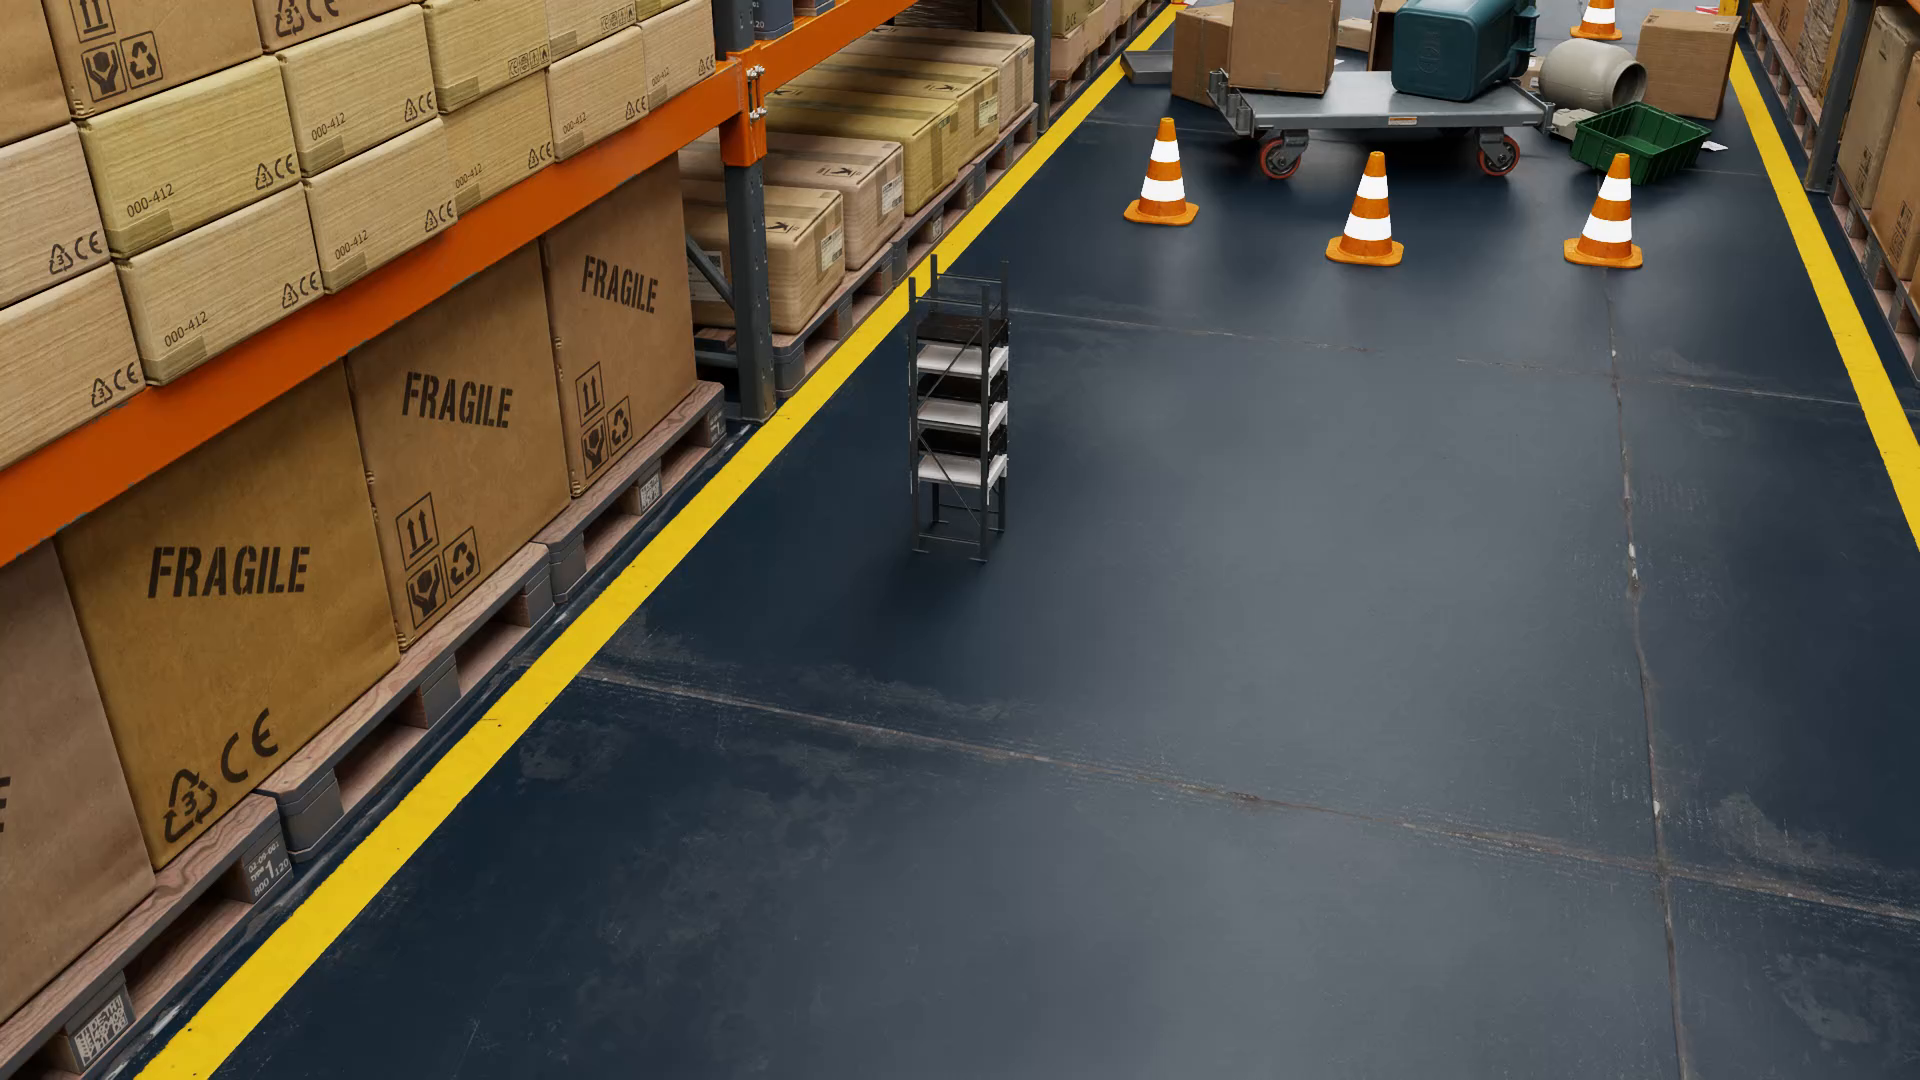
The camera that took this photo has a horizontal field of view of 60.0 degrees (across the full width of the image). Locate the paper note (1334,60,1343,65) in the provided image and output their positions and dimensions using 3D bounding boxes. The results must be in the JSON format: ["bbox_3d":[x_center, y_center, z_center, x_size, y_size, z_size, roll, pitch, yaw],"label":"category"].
[{"bbox_3d":[2.415,-3.140,10.875,0.148,0.019,0.142,20,35,32],"label":"paper note"}]

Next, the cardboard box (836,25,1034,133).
[{"bbox_3d":[-0.144,-2.472,8.878,0.950,0.372,0.625,9,30,16],"label":"cardboard box"}]

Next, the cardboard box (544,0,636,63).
[{"bbox_3d":[-1.212,-1.474,4.455,0.500,0.250,0.500,8,30,14],"label":"cardboard box"}]

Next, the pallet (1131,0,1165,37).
[{"bbox_3d":[0.887,-3.913,12.067,1.003,0.211,1.213,8,30,15],"label":"pallet"}]

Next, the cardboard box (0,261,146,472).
[{"bbox_3d":[-1.808,-0.305,2.866,0.500,0.250,0.500,8,30,14],"label":"cardboard box"}]

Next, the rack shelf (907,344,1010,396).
[{"bbox_3d":[-0.002,-0.518,4.953,0.258,0.077,0.200,8,30,15],"label":"rack shelf"}]

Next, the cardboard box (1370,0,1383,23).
[{"bbox_3d":[3.087,-3.271,10.612,0.797,0.503,0.637,-12,31,-20],"label":"cardboard box"}]

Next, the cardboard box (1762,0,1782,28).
[{"bbox_3d":[5.808,-3.810,10.768,0.875,0.875,0.875,9,30,15],"label":"cardboard box"}]

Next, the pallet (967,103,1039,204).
[{"bbox_3d":[-0.219,-2.100,8.808,1.003,0.211,1.213,8,30,15],"label":"pallet"}]

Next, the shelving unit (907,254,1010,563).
[{"bbox_3d":[-0.002,-0.389,5.024,0.258,0.900,0.210,8,30,15],"label":"shelving unit"}]

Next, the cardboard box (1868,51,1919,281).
[{"bbox_3d":[4.387,-1.472,6.693,1.050,0.750,0.750,8,30,15],"label":"cardboard box"}]

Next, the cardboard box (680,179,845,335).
[{"bbox_3d":[-0.991,-1.118,6.445,0.950,0.372,0.625,6,30,11],"label":"cardboard box"}]

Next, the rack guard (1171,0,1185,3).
[{"bbox_3d":[1.160,-4.412,12.666,1.175,0.500,0.348,8,30,15],"label":"rack guard"}]

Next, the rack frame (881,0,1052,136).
[{"bbox_3d":[0.008,-3.680,8.780,1.000,3.000,0.127,8,30,15],"label":"rack frame"}]

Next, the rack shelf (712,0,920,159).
[{"bbox_3d":[-0.579,-2.437,7.285,1.077,0.370,4.000,8,30,15],"label":"rack shelf"}]

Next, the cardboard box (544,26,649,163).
[{"bbox_3d":[-1.201,-1.244,4.555,0.500,0.250,0.500,9,30,16],"label":"cardboard box"}]

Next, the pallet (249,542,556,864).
[{"bbox_3d":[-1.830,0.318,4.462,1.003,0.211,1.213,8,30,15],"label":"pallet"}]

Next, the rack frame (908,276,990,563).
[{"bbox_3d":[-0.032,-0.342,4.940,0.240,0.900,0.006,8,30,15],"label":"rack frame"}]

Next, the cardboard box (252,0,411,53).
[{"bbox_3d":[-1.518,-1.321,3.408,0.500,0.500,0.500,8,30,14],"label":"cardboard box"}]

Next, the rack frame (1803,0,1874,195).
[{"bbox_3d":[4.770,-3.021,7.595,1.000,3.000,0.127,8,30,15],"label":"rack frame"}]

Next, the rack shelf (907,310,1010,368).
[{"bbox_3d":[-0.002,-0.596,4.909,0.258,0.077,0.200,8,30,15],"label":"rack shelf"}]

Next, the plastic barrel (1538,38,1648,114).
[{"bbox_3d":[3.636,-2.641,9.563,0.421,0.421,0.512,-17,34,-28],"label":"plastic barrel"}]

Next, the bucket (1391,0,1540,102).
[{"bbox_3d":[2.606,-2.647,8.726,0.726,0.611,0.620,20,45,32],"label":"bucket"}]

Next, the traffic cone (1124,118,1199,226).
[{"bbox_3d":[0.982,-1.796,8.002,0.336,0.463,0.334,8,30,15],"label":"traffic cone"}]

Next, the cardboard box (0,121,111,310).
[{"bbox_3d":[-1.815,-0.526,2.750,0.500,0.250,0.500,9,30,16],"label":"cardboard box"}]

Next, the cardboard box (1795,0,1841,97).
[{"bbox_3d":[5.282,-2.978,9.271,0.875,0.875,0.875,9,30,15],"label":"cardboard box"}]

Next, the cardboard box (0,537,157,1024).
[{"bbox_3d":[-2.235,0.483,3.050,0.875,0.875,0.875,9,30,16],"label":"cardboard box"}]

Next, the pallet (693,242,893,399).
[{"bbox_3d":[-0.935,-0.966,6.769,1.003,0.211,1.213,8,30,15],"label":"pallet"}]

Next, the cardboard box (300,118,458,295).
[{"bbox_3d":[-1.487,-0.772,3.706,0.500,0.250,0.500,8,30,14],"label":"cardboard box"}]

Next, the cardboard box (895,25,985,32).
[{"bbox_3d":[-0.076,-2.975,9.910,0.500,0.250,0.500,10,31,17],"label":"cardboard box"}]

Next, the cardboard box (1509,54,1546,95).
[{"bbox_3d":[3.513,-2.888,10.168,0.396,0.266,0.258,14,32,23],"label":"cardboard box"}]

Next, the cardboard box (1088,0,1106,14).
[{"bbox_3d":[0.585,-3.476,10.038,0.500,0.500,0.500,10,31,17],"label":"cardboard box"}]

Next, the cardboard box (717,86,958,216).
[{"bbox_3d":[-0.554,-1.814,7.696,0.950,0.372,0.625,10,30,17],"label":"cardboard box"}]

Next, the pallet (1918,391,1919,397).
[{"bbox_3d":[3.899,-0.299,5.571,1.003,0.211,1.213,8,30,15],"label":"pallet"}]

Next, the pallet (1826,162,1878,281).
[{"bbox_3d":[4.615,-1.433,7.609,1.003,0.211,1.213,8,30,15],"label":"pallet"}]

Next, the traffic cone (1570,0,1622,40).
[{"bbox_3d":[4.430,-3.727,11.474,0.336,0.463,0.334,8,30,15],"label":"traffic cone"}]

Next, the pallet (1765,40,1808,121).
[{"bbox_3d":[5.424,-2.714,9.911,1.003,0.211,1.213,8,30,15],"label":"pallet"}]

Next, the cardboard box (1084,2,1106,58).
[{"bbox_3d":[0.585,-3.148,10.219,0.500,0.250,0.500,10,31,18],"label":"cardboard box"}]

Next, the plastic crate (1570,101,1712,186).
[{"bbox_3d":[3.568,-2.085,8.746,0.662,0.188,0.450,-24,47,-37],"label":"plastic crate"}]

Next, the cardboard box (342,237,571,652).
[{"bbox_3d":[-1.714,-0.354,4.554,0.875,0.875,0.875,9,30,15],"label":"cardboard box"}]

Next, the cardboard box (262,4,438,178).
[{"bbox_3d":[-1.495,-0.992,3.588,0.500,0.250,0.500,8,30,13],"label":"cardboard box"}]

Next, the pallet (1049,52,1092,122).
[{"bbox_3d":[0.171,-2.779,10.028,1.003,0.211,1.213,8,30,15],"label":"pallet"}]

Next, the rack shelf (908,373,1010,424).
[{"bbox_3d":[-0.002,-0.439,4.997,0.258,0.077,0.200,8,30,15],"label":"rack shelf"}]

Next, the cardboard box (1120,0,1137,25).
[{"bbox_3d":[0.894,-3.624,11.075,0.500,0.250,0.500,7,30,13],"label":"cardboard box"}]

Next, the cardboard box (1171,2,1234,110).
[{"bbox_3d":[1.623,-2.893,9.934,0.500,0.500,0.500,-17,34,-28],"label":"cardboard box"}]

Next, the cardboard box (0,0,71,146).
[{"bbox_3d":[-1.813,-0.847,2.556,0.500,0.500,0.500,8,30,15],"label":"cardboard box"}]
